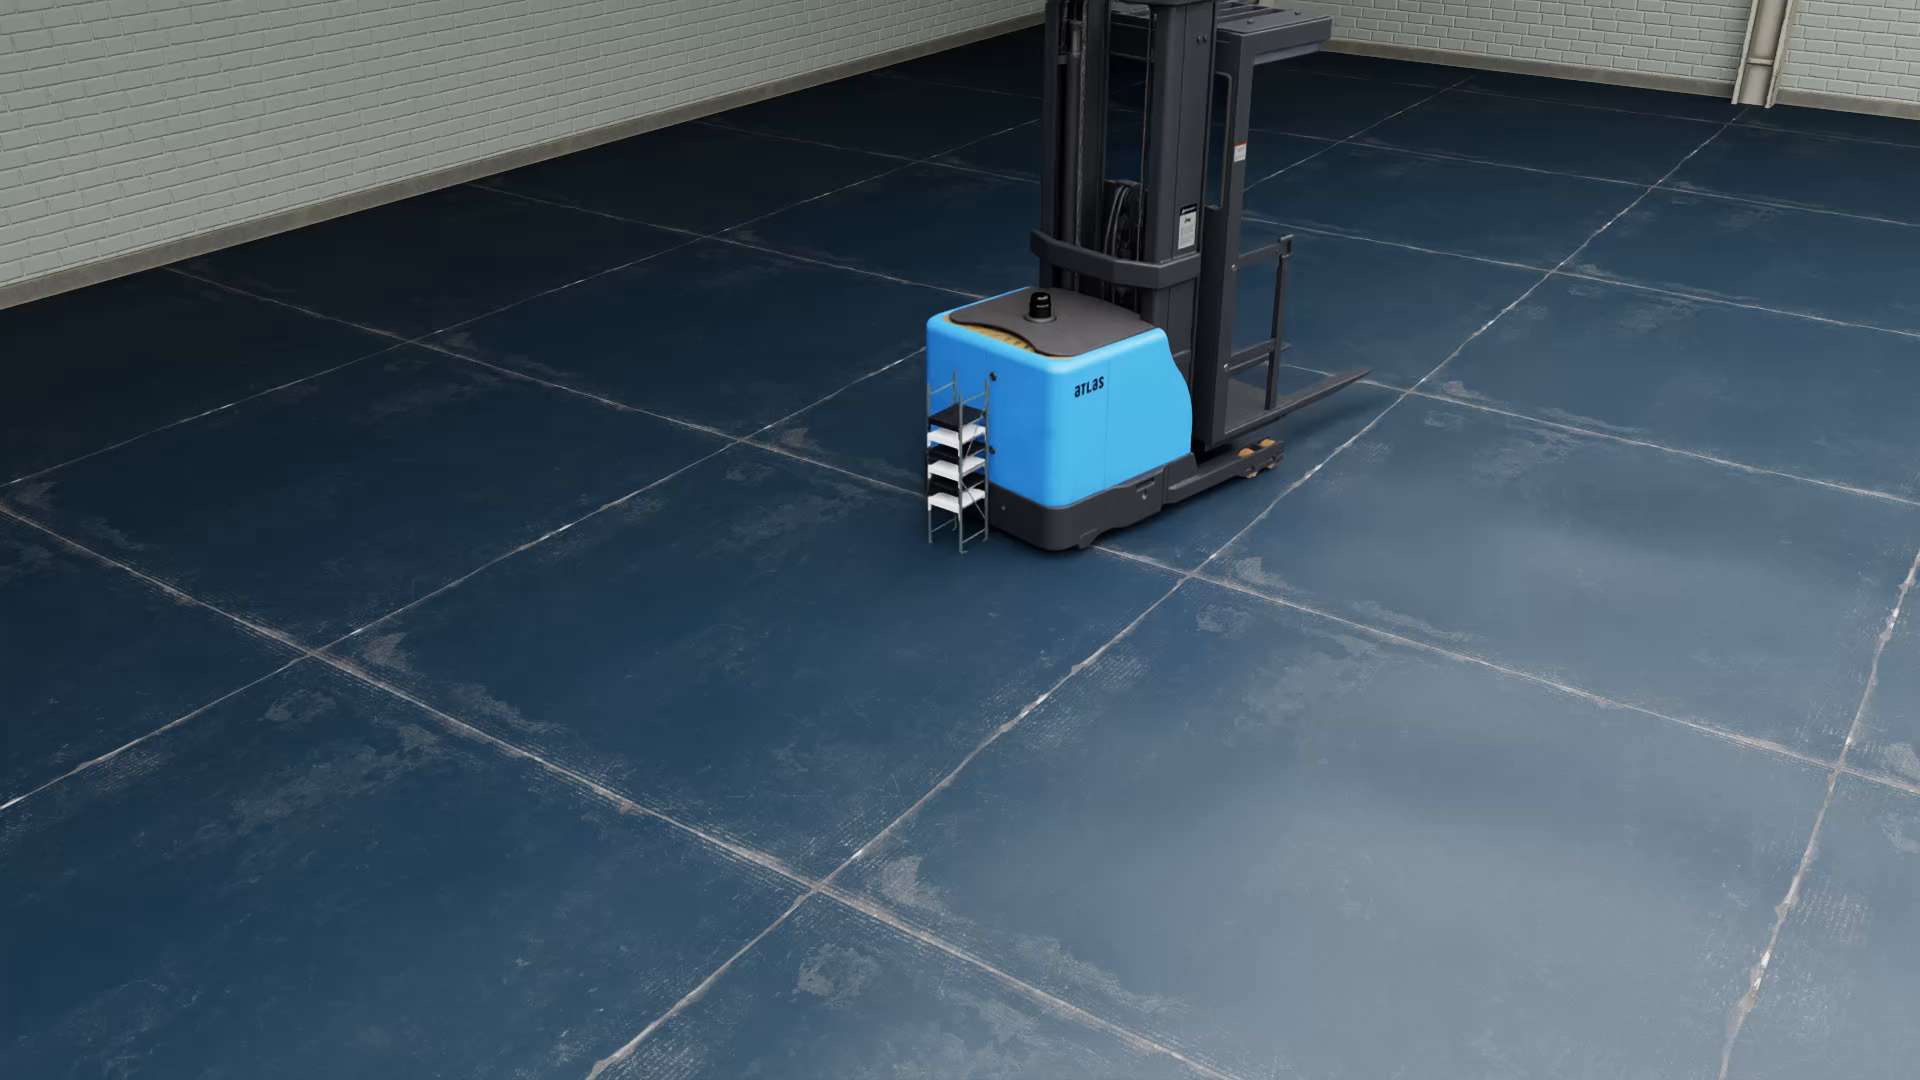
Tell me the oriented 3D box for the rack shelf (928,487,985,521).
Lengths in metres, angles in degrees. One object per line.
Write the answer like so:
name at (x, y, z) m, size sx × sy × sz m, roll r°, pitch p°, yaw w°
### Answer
rack shelf at (-0.010, -0.204, 8.630) m, size 0.200 × 0.077 × 0.258 m, roll 19°, pitch 33°, yaw 33°

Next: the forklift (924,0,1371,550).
forklift at (1.226, -1.811, 9.077) m, size 3.031 × 2.935 × 1.130 m, roll -23°, pitch 35°, yaw -38°

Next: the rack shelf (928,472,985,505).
rack shelf at (-0.010, -0.285, 8.589) m, size 0.200 × 0.077 × 0.258 m, roll 19°, pitch 33°, yaw 33°

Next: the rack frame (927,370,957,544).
rack frame at (-0.090, -0.423, 8.588) m, size 0.006 × 0.900 × 0.240 m, roll 19°, pitch 33°, yaw 33°

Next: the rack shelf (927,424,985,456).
rack shelf at (-0.010, -0.525, 8.467) m, size 0.200 × 0.077 × 0.258 m, roll 19°, pitch 33°, yaw 33°

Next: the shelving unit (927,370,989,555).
shelving unit at (-0.010, -0.395, 8.533) m, size 0.210 × 0.900 × 0.258 m, roll 19°, pitch 33°, yaw 33°

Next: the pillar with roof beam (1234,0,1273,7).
pillar with roof beam at (1.246, -8.694, 15.911) m, size 0.400 × 9.000 × 9.100 m, roll 17°, pitch 32°, yaw 30°

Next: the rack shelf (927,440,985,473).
rack shelf at (-0.010, -0.445, 8.507) m, size 0.200 × 0.077 × 0.258 m, roll 19°, pitch 33°, yaw 33°

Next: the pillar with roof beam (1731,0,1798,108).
pillar with roof beam at (6.191, -7.153, 12.884) m, size 0.400 × 9.000 × 9.100 m, roll 17°, pitch 32°, yaw 30°

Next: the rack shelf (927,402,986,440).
rack shelf at (-0.010, -0.606, 8.426) m, size 0.200 × 0.077 × 0.258 m, roll 19°, pitch 33°, yaw 33°

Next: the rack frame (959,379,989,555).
rack frame at (0.071, -0.366, 8.478) m, size 0.006 × 0.900 × 0.240 m, roll 19°, pitch 33°, yaw 33°

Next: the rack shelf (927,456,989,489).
rack shelf at (-0.010, -0.365, 8.548) m, size 0.200 × 0.077 × 0.258 m, roll 19°, pitch 33°, yaw 33°
